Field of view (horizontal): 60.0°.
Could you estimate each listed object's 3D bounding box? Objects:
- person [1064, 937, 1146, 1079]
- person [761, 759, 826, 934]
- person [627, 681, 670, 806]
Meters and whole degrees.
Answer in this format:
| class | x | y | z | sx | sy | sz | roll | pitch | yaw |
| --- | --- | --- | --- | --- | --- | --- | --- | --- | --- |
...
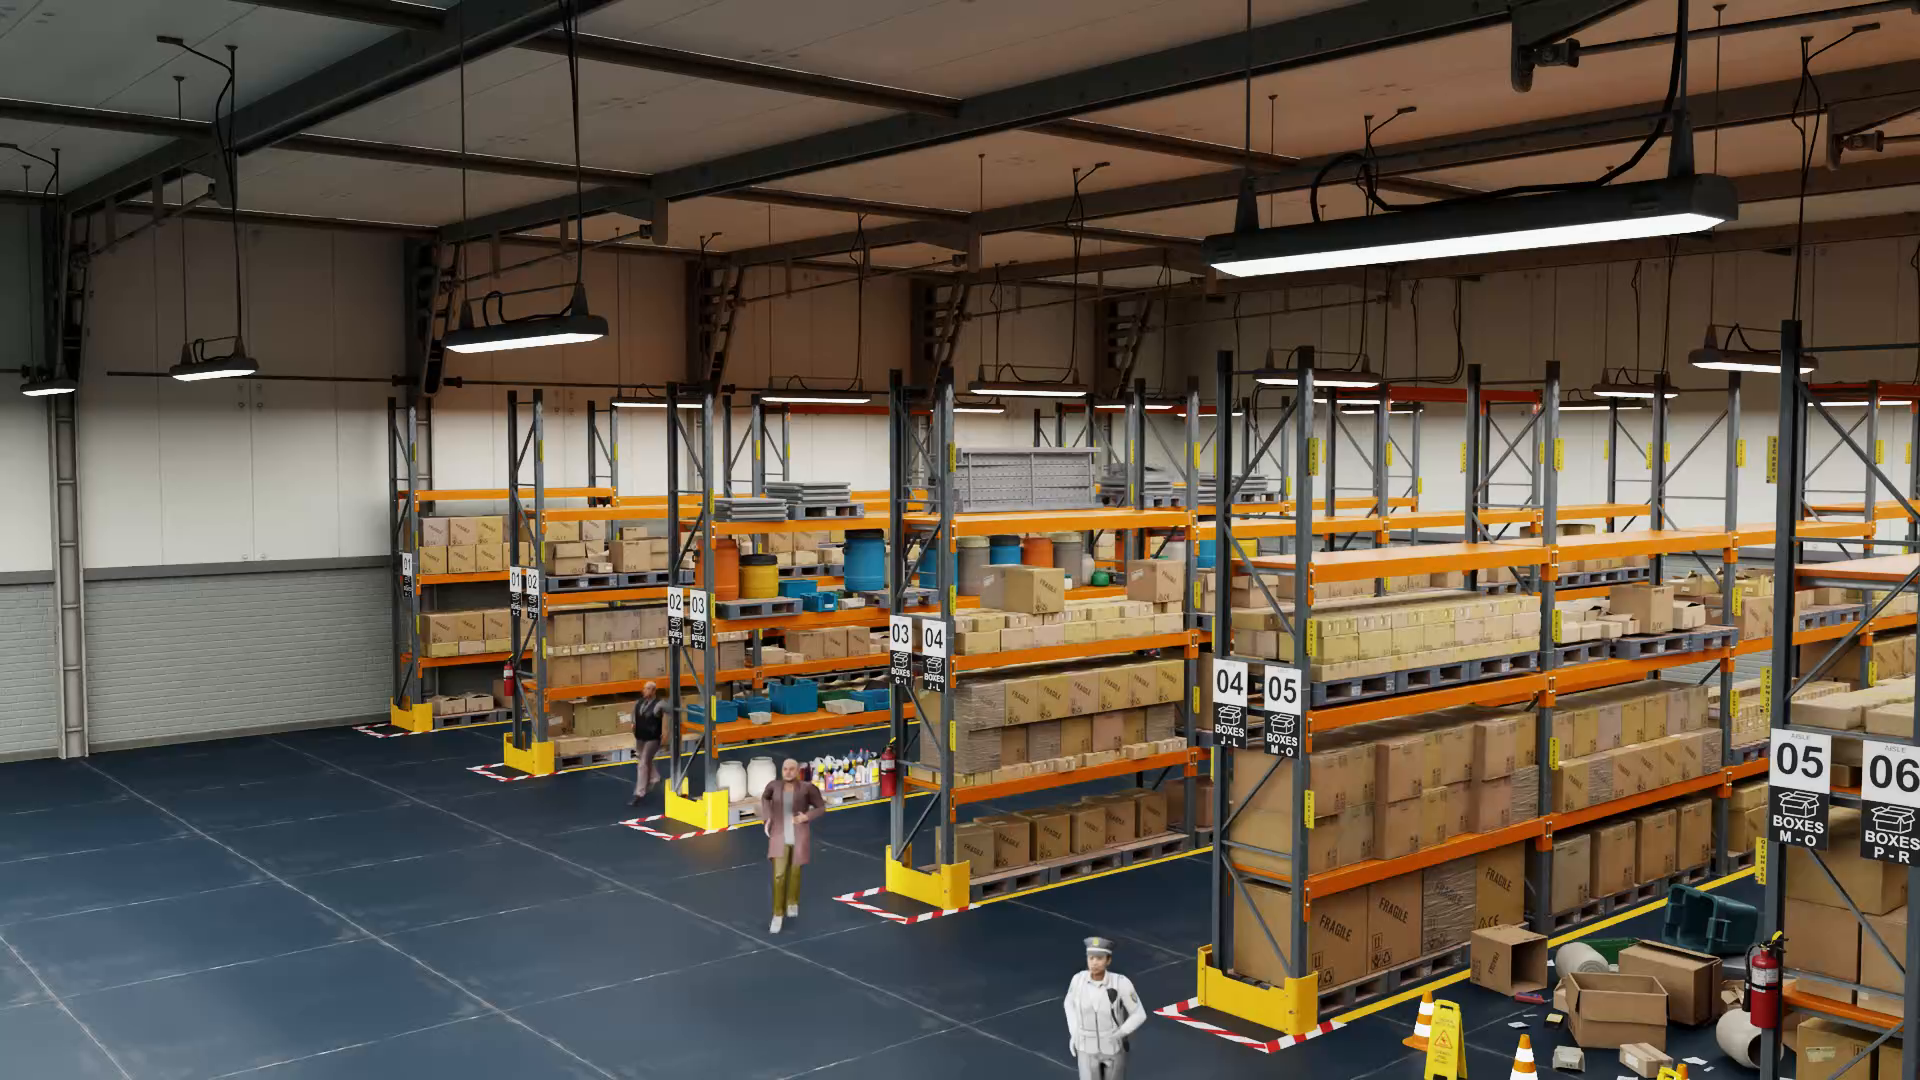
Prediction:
| class | x | y | z | sx | sy | sz | roll | pitch | yaw |
| --- | --- | --- | --- | --- | --- | --- | --- | --- | --- |
| person | 1.021 | 3.635 | 11.821 | 0.607 | 1.705 | 0.829 | 1 | 3 | 11 |
| person | -1.788 | 3.246 | 17.826 | 0.715 | 1.854 | 0.802 | 0 | 3 | 0 |
| person | -4.460 | 2.893 | 23.940 | 0.698 | 1.736 | 0.877 | 2 | 4 | 32 |
